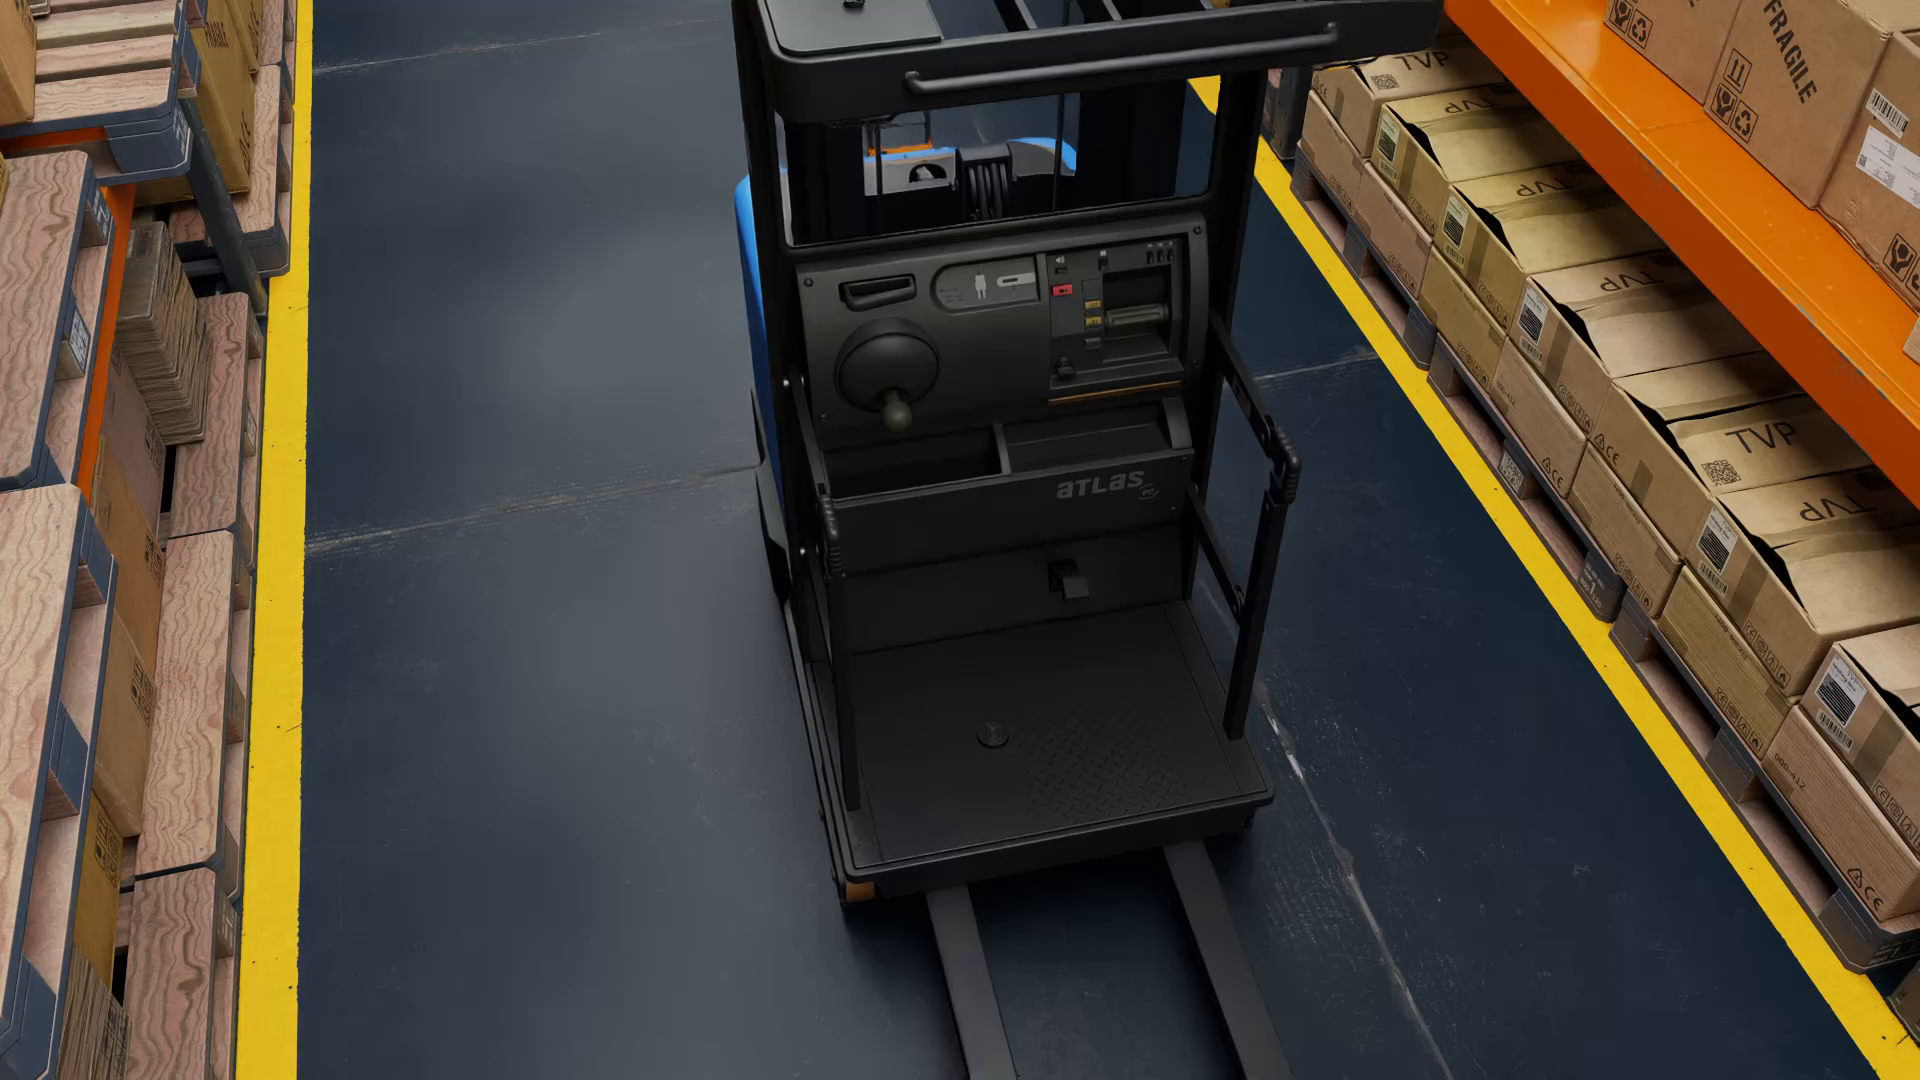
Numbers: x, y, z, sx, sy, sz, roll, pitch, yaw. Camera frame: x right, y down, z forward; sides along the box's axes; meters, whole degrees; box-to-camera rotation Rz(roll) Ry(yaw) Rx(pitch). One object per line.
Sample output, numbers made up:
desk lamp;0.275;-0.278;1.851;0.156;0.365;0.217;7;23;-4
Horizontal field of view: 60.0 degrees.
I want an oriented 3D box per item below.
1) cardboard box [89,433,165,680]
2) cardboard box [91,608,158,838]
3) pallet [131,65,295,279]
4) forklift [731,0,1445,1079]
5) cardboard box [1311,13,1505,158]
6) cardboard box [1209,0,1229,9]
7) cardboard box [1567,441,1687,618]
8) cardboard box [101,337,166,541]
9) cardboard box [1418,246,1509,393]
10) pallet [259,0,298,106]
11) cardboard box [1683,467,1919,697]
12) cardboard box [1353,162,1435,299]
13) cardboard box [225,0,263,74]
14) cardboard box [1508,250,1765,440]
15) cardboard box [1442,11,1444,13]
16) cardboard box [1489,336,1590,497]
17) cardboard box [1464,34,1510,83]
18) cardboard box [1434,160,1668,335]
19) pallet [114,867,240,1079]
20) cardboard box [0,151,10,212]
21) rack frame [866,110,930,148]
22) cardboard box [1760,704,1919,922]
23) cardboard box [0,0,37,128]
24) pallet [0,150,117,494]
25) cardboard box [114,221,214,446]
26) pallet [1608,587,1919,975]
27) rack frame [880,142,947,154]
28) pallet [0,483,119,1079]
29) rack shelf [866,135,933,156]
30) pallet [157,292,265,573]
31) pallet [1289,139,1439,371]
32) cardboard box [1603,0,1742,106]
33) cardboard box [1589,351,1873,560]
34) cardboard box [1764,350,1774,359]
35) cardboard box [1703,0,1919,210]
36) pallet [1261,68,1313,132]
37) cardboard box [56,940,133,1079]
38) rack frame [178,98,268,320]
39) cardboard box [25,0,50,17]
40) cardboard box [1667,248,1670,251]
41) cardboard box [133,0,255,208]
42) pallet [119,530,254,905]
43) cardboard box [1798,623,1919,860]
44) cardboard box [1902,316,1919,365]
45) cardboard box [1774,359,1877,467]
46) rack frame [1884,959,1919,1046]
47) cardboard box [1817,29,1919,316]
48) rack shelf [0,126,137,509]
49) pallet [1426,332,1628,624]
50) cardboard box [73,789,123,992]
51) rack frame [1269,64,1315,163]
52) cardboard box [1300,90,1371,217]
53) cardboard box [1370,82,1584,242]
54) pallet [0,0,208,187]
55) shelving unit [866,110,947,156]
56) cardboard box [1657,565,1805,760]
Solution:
cardboard box;-2.608;0.115;4.479;0.700;0.500;0.500;-11;47;-11
cardboard box;-2.470;0.462;4.139;0.700;0.500;0.500;-10;46;-10
pallet;-3.146;-1.390;6.465;1.003;0.211;1.213;-11;47;-10
forklift;0.156;-0.388;3.578;1.130;2.935;3.031;-9;46;-9
cardboard box;1.621;-1.682;6.037;0.500;0.311;0.500;-9;46;-9
cardboard box;1.304;-2.599;7.139;0.500;0.500;0.500;-9;46;-9
cardboard box;2.149;-0.076;4.855;0.500;0.250;0.500;-10;46;-9
cardboard box;-2.763;-0.223;4.810;0.700;0.500;0.500;-11;47;-10
cardboard box;1.889;-0.781;5.547;0.500;0.250;0.500;-12;47;-11
pallet;-3.455;-2.231;7.289;1.003;0.211;1.213;-11;47;-10
cardboard box;2.275;0.079;4.311;0.500;0.311;0.500;-10;46;-9
cardboard box;1.750;-1.139;5.897;0.500;0.250;0.500;-12;47;-11
cardboard box;-3.297;-2.341;6.655;0.750;0.750;0.750;-11;47;-11
cardboard box;2.024;-0.614;4.990;0.500;0.311;0.500;-11;47;-11
cardboard box;1.930;-2.362;6.907;0.500;0.500;0.500;-9;46;-9
cardboard box;2.020;-0.427;5.200;0.500;0.250;0.500;-10;46;-10
cardboard box;2.143;-1.781;6.134;0.500;0.311;0.500;-10;46;-9
cardboard box;1.892;-0.969;5.338;0.500;0.311;0.500;-12;47;-11
pallet;-2.194;1.392;3.738;1.003;0.211;1.213;-11;47;-10
cardboard box;-2.547;-0.819;3.574;0.700;0.500;0.500;-11;47;-10
rack frame;-0.191;-0.967;5.463;0.200;1.050;0.008;-9;46;-9
cardboard box;2.408;0.627;4.166;0.500;0.250;0.500;-11;47;-11
cardboard box;-2.718;-1.294;4.040;0.700;0.500;0.500;-15;47;-14
pallet;-2.471;-0.382;3.658;1.003;0.211;1.213;-11;47;-10
cardboard box;-2.782;-0.600;5.180;0.700;0.500;0.500;-10;46;-10
pallet;2.568;0.519;4.593;1.003;0.211;1.213;-11;47;-10
rack frame;-0.137;-0.797;5.296;0.200;1.050;0.008;-9;46;-9
pallet;-2.048;0.466;2.827;1.003;0.211;1.213;-11;47;-10
rack shelf;-0.164;-1.074;5.185;0.215;0.259;0.240;-9;46;-9
pallet;-2.818;-0.293;5.389;1.003;0.211;1.213;-11;47;-10
pallet;1.944;-1.165;6.244;1.003;0.211;1.213;-11;47;-10
cardboard box;2.216;-1.596;4.644;0.500;0.500;0.500;-13;47;-12
cardboard box;2.149;-0.266;4.649;0.500;0.311;0.500;-11;47;-10
cardboard box;2.535;-0.728;5.102;0.500;0.311;0.500;-10;46;-9
cardboard box;2.351;-1.233;4.288;0.500;0.500;0.500;-11;47;-10
pallet;1.616;-2.263;7.320;1.003;0.211;1.213;-11;47;-10
cardboard box;-2.198;1.169;3.446;0.700;0.500;0.500;-9;46;-9
rack frame;-3.017;-1.808;4.922;1.000;3.000;0.127;-11;47;-10
cardboard box;-2.887;-1.675;4.413;0.700;0.500;0.500;-16;48;-15
cardboard box;2.409;-1.074;5.441;0.500;0.311;0.500;-11;47;-11
cardboard box;-3.078;-1.735;6.061;0.750;0.750;0.750;-11;47;-11
pallet;-2.510;0.548;4.565;1.003;0.211;1.213;-11;47;-10
cardboard box;2.414;0.437;3.960;0.500;0.311;0.500;-11;47;-10
cardboard box;2.392;-0.481;3.716;0.396;0.266;0.258;-12;47;-11
cardboard box;2.673;-0.370;4.751;0.500;0.311;0.500;-12;47;-12
rack frame;2.795;0.045;3.106;1.000;3.000;0.127;-11;47;-10
cardboard box;2.479;-0.887;3.949;0.500;0.500;0.500;-8;46;-7
rack shelf;-2.505;-0.176;3.826;1.077;0.370;4.000;-11;47;-10
pallet;2.252;-0.324;5.420;1.003;0.211;1.213;-11;47;-10
cardboard box;-2.378;0.822;3.787;0.700;0.500;0.500;-12;47;-11
rack frame;1.771;-2.717;5.812;1.000;3.000;0.127;-11;47;-10
cardboard box;1.621;-1.486;6.237;0.500;0.250;0.500;-11;47;-10
cardboard box;1.763;-1.321;5.683;0.500;0.311;0.500;-12;47;-11
pallet;-2.732;-1.269;4.527;1.213;0.211;1.003;-11;47;-10
shelving unit;-0.164;-0.882;5.380;0.215;1.050;0.252;-9;46;-9
cardboard box;2.280;0.278;4.509;0.500;0.250;0.500;-11;47;-11
